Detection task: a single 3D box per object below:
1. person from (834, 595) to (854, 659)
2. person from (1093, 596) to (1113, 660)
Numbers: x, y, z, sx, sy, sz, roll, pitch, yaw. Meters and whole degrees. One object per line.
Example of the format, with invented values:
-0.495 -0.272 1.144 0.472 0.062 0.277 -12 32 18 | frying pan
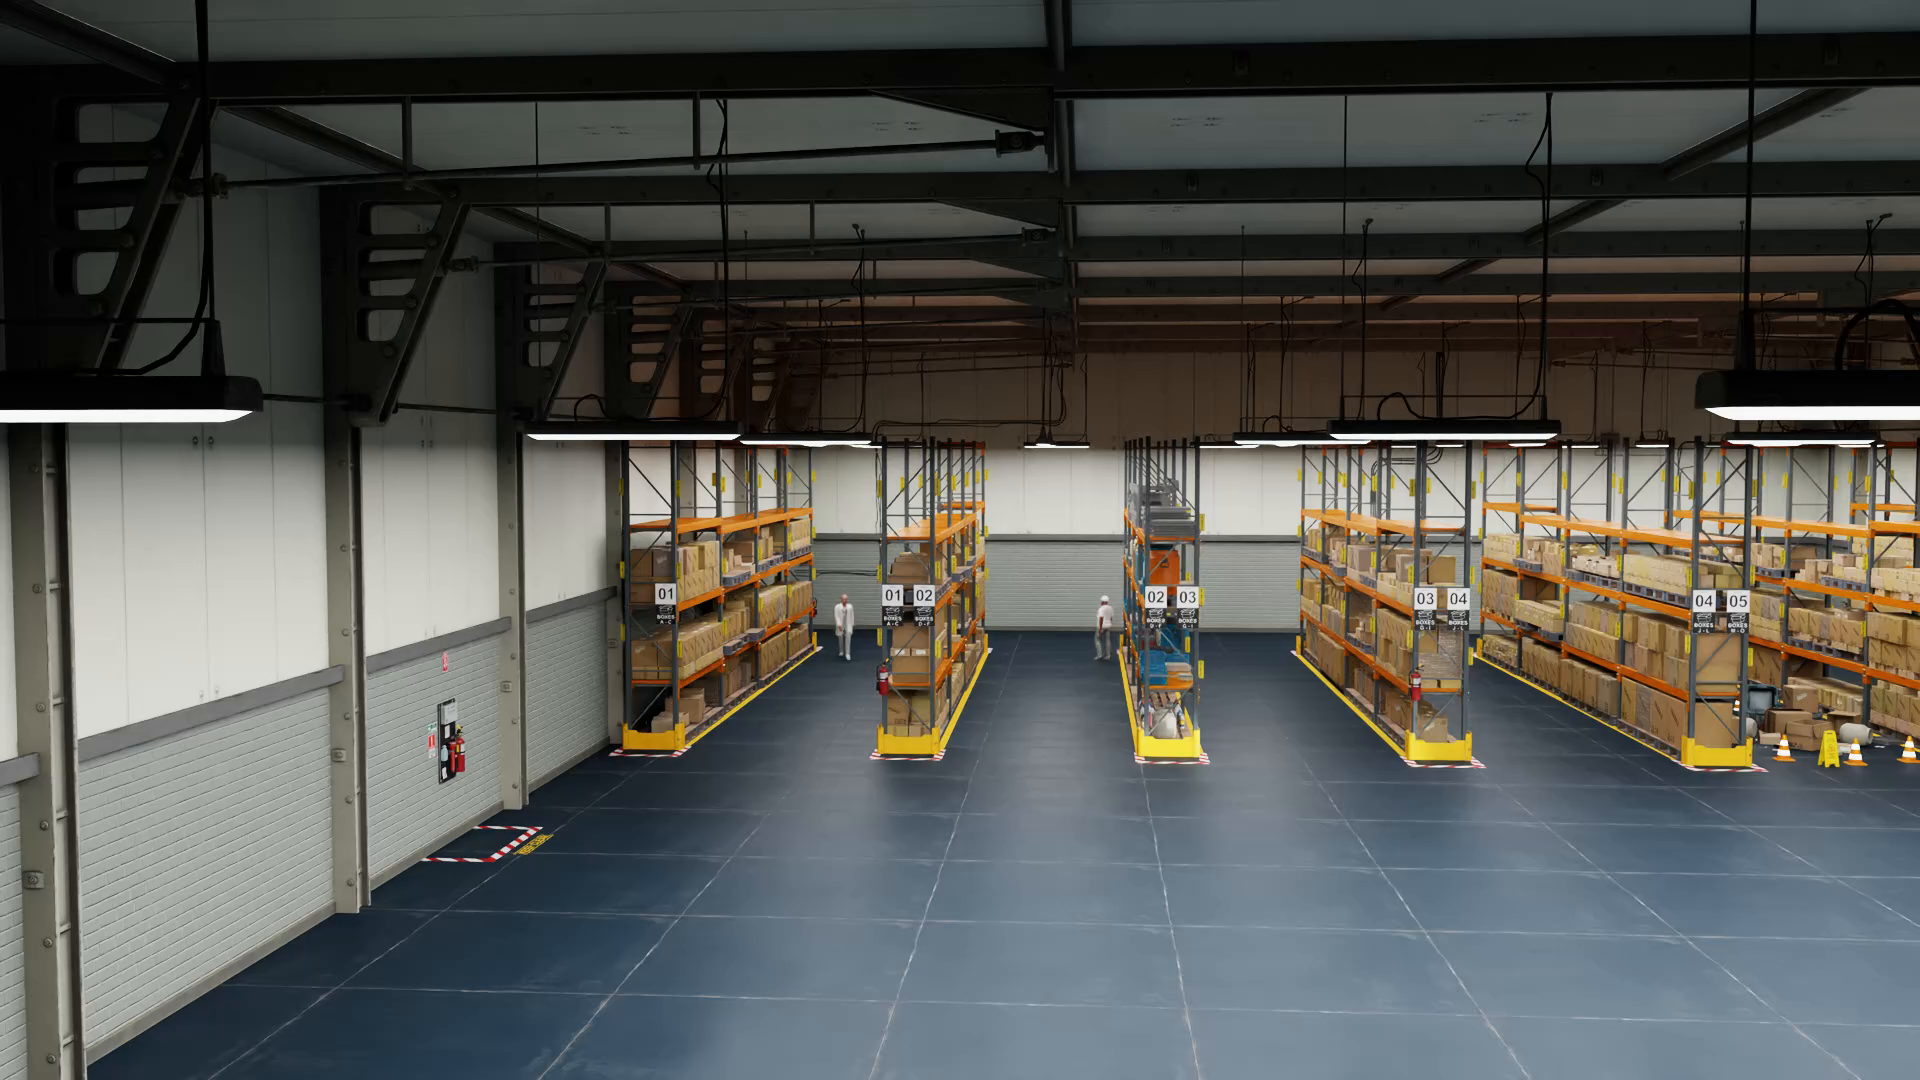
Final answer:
-3.191 2.386 45.939 0.569 1.724 1.064 -1 3 -11 | person
3.987 2.422 45.508 0.564 1.792 0.561 -2 3 -27 | person
